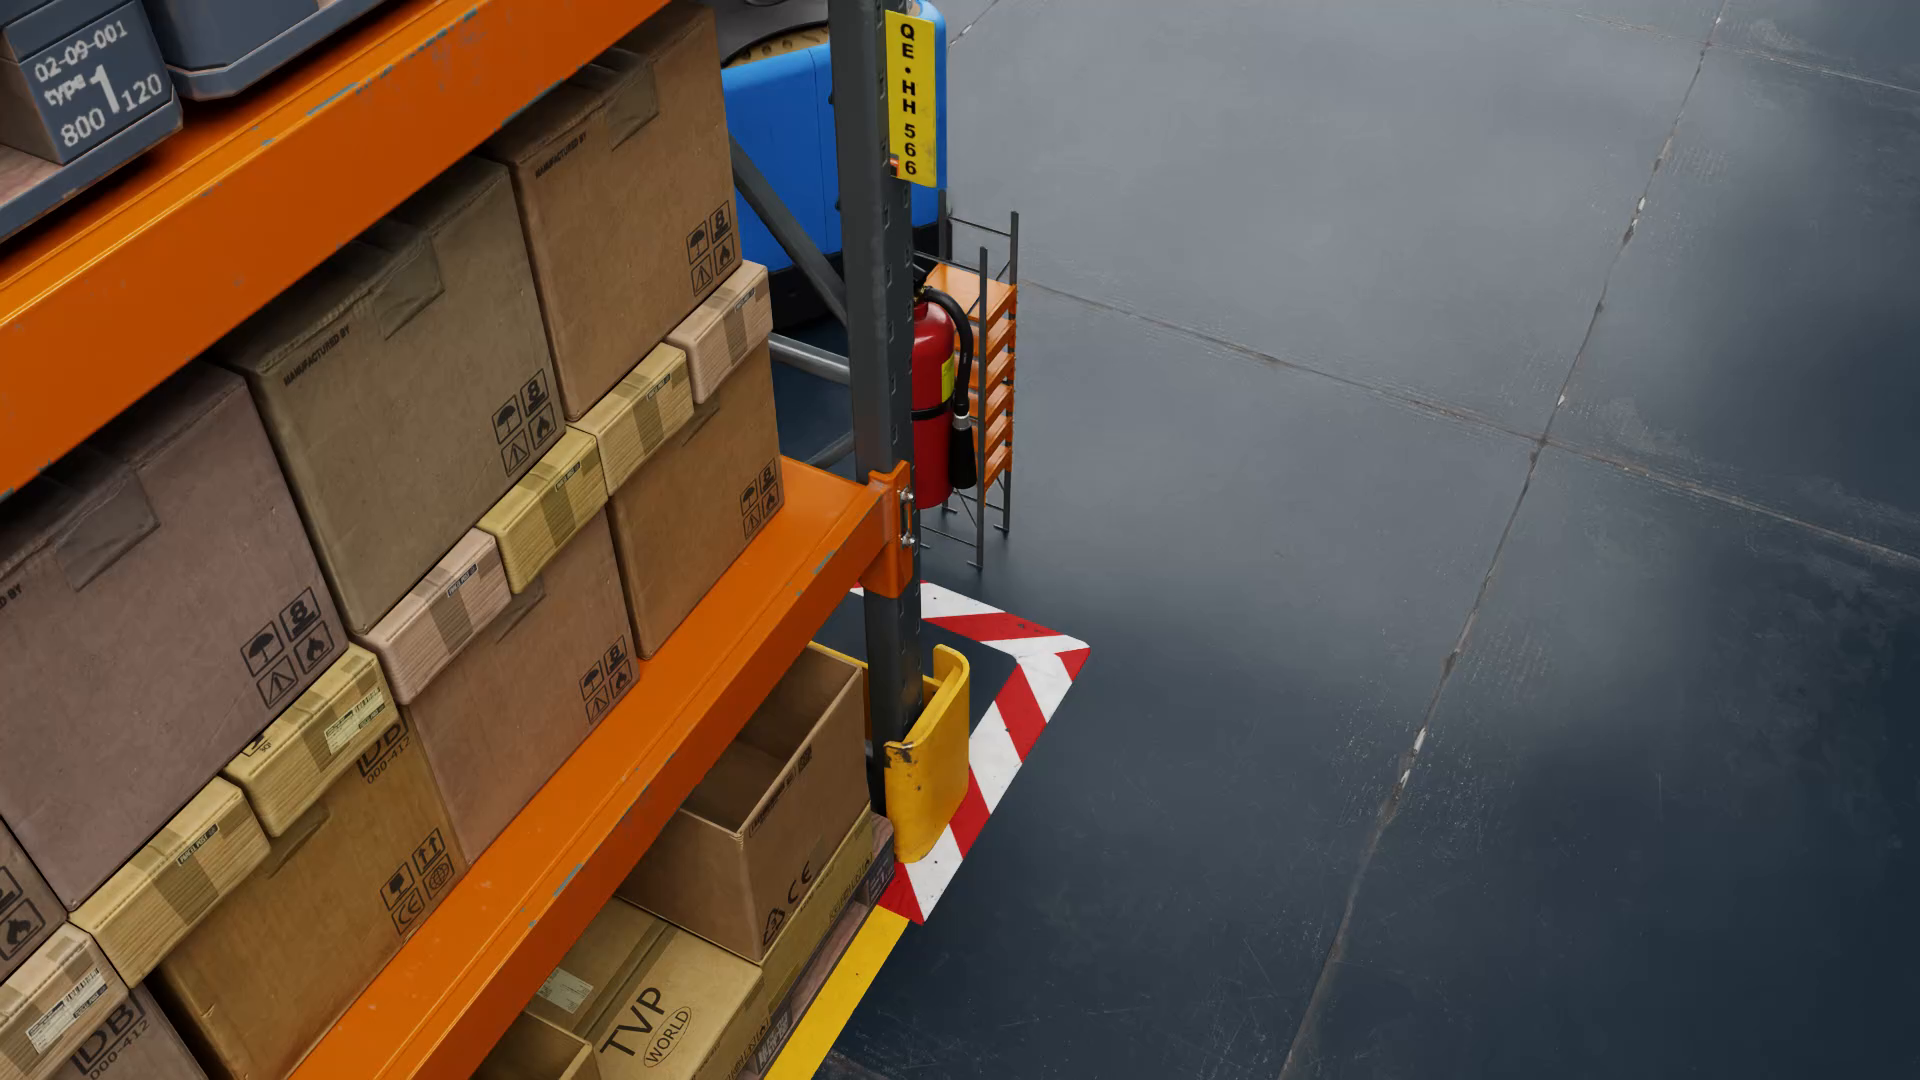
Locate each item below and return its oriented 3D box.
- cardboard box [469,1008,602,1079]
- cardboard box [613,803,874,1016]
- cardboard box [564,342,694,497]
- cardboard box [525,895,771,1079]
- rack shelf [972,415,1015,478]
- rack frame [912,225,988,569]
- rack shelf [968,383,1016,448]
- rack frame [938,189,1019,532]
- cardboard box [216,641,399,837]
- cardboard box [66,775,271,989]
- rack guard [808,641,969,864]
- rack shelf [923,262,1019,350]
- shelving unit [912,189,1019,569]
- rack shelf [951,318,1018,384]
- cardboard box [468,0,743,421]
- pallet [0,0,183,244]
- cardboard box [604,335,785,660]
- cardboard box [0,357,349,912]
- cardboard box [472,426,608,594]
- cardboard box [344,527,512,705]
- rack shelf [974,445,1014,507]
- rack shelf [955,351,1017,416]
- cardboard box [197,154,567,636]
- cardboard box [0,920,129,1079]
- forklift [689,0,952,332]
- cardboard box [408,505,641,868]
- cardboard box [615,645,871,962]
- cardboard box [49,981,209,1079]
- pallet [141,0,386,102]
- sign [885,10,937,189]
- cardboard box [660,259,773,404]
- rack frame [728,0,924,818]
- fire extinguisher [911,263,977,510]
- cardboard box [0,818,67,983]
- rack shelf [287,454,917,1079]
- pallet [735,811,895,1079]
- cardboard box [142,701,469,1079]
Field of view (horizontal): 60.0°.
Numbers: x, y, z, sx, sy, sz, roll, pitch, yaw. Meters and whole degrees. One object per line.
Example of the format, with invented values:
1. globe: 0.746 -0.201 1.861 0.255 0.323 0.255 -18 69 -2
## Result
1. cardboard box: -0.998 1.159 3.106 0.500 0.500 0.500 20 49 19
2. cardboard box: -0.549 0.787 4.001 0.500 0.250 0.500 20 49 19
3. cardboard box: -0.691 -0.261 2.873 0.380 0.149 0.250 22 49 20
4. cardboard box: -0.771 1.106 3.686 0.500 0.250 0.500 20 49 19
5. rack shelf: 0.007 -0.315 4.949 0.258 0.103 0.180 20 49 19
6. rack frame: -0.036 -0.373 4.775 0.240 1.200 0.006 20 49 19
7. rack shelf: 0.007 -0.400 4.864 0.258 0.103 0.180 20 49 19
8. rack frame: 0.049 -0.489 4.889 0.240 1.200 0.006 20 49 19
9. cardboard box: -1.050 0.223 2.394 0.380 0.149 0.250 22 49 20
10. cardboard box: -1.170 0.390 2.230 0.380 0.149 0.250 22 49 20
11. rack guard: -0.551 0.396 4.507 1.175 0.500 0.348 20 49 19
12. rack shelf: 0.007 -0.653 4.608 0.258 0.103 0.180 20 49 19
13. shelving unit: 0.007 -0.431 4.832 0.258 1.200 0.189 20 49 19
14. rack shelf: 0.007 -0.568 4.693 0.258 0.103 0.180 20 49 19
15. cardboard box: -0.815 -0.635 2.786 0.700 0.500 0.500 21 49 19
16. pallet: -1.478 -0.282 1.373 1.003 0.211 1.213 20 49 19
17. cardboard box: -0.790 -0.212 3.281 0.700 0.500 0.500 20 49 19
18. cardboard box: -1.287 0.016 2.143 0.700 0.500 0.500 21 49 19
19. cardboard box: -0.809 -0.100 2.714 0.380 0.149 0.250 20 49 18
20. cardboard box: -0.928 0.058 2.558 0.380 0.149 0.250 21 49 20
21. rack shelf: 0.007 -0.231 5.035 0.258 0.103 0.180 20 49 19
22. rack shelf: 0.007 -0.484 4.779 0.258 0.103 0.180 20 49 19
23. cardboard box: -1.054 -0.302 2.457 0.700 0.500 0.500 19 48 18
24. cardboard box: -1.289 0.551 2.070 0.380 0.149 0.250 20 49 19
25. forklift: -1.169 -2.746 5.903 1.130 2.935 3.031 -21 49 -19
26. cardboard box: -1.029 0.120 2.952 0.700 0.500 0.500 22 49 20
27. cardboard box: -0.547 0.524 3.734 0.500 0.500 0.500 20 49 19
28. cardboard box: -1.506 0.764 2.316 0.700 0.500 0.500 22 49 20
29. pallet: -0.913 -1.054 2.135 1.003 0.211 1.213 20 49 19
30. sign: -0.088 -0.769 2.921 0.100 0.325 0.005 20 49 19
31. cardboard box: -0.571 -0.427 3.036 0.380 0.149 0.250 20 49 18
32. rack frame: -0.562 -0.467 3.603 1.000 3.000 0.127 20 49 19
33. fire extinguisher: -0.096 -0.361 3.552 0.296 0.674 0.183 20 49 19
34. cardboard box: -1.520 0.331 1.831 0.700 0.500 0.500 20 49 19
35. rack shelf: -1.490 1.046 2.613 1.077 0.370 4.000 20 49 19
36. pallet: -0.880 1.009 4.105 1.003 0.211 1.213 20 49 19
37. cardboard box: -1.265 0.431 2.645 0.700 0.500 0.500 21 49 19
